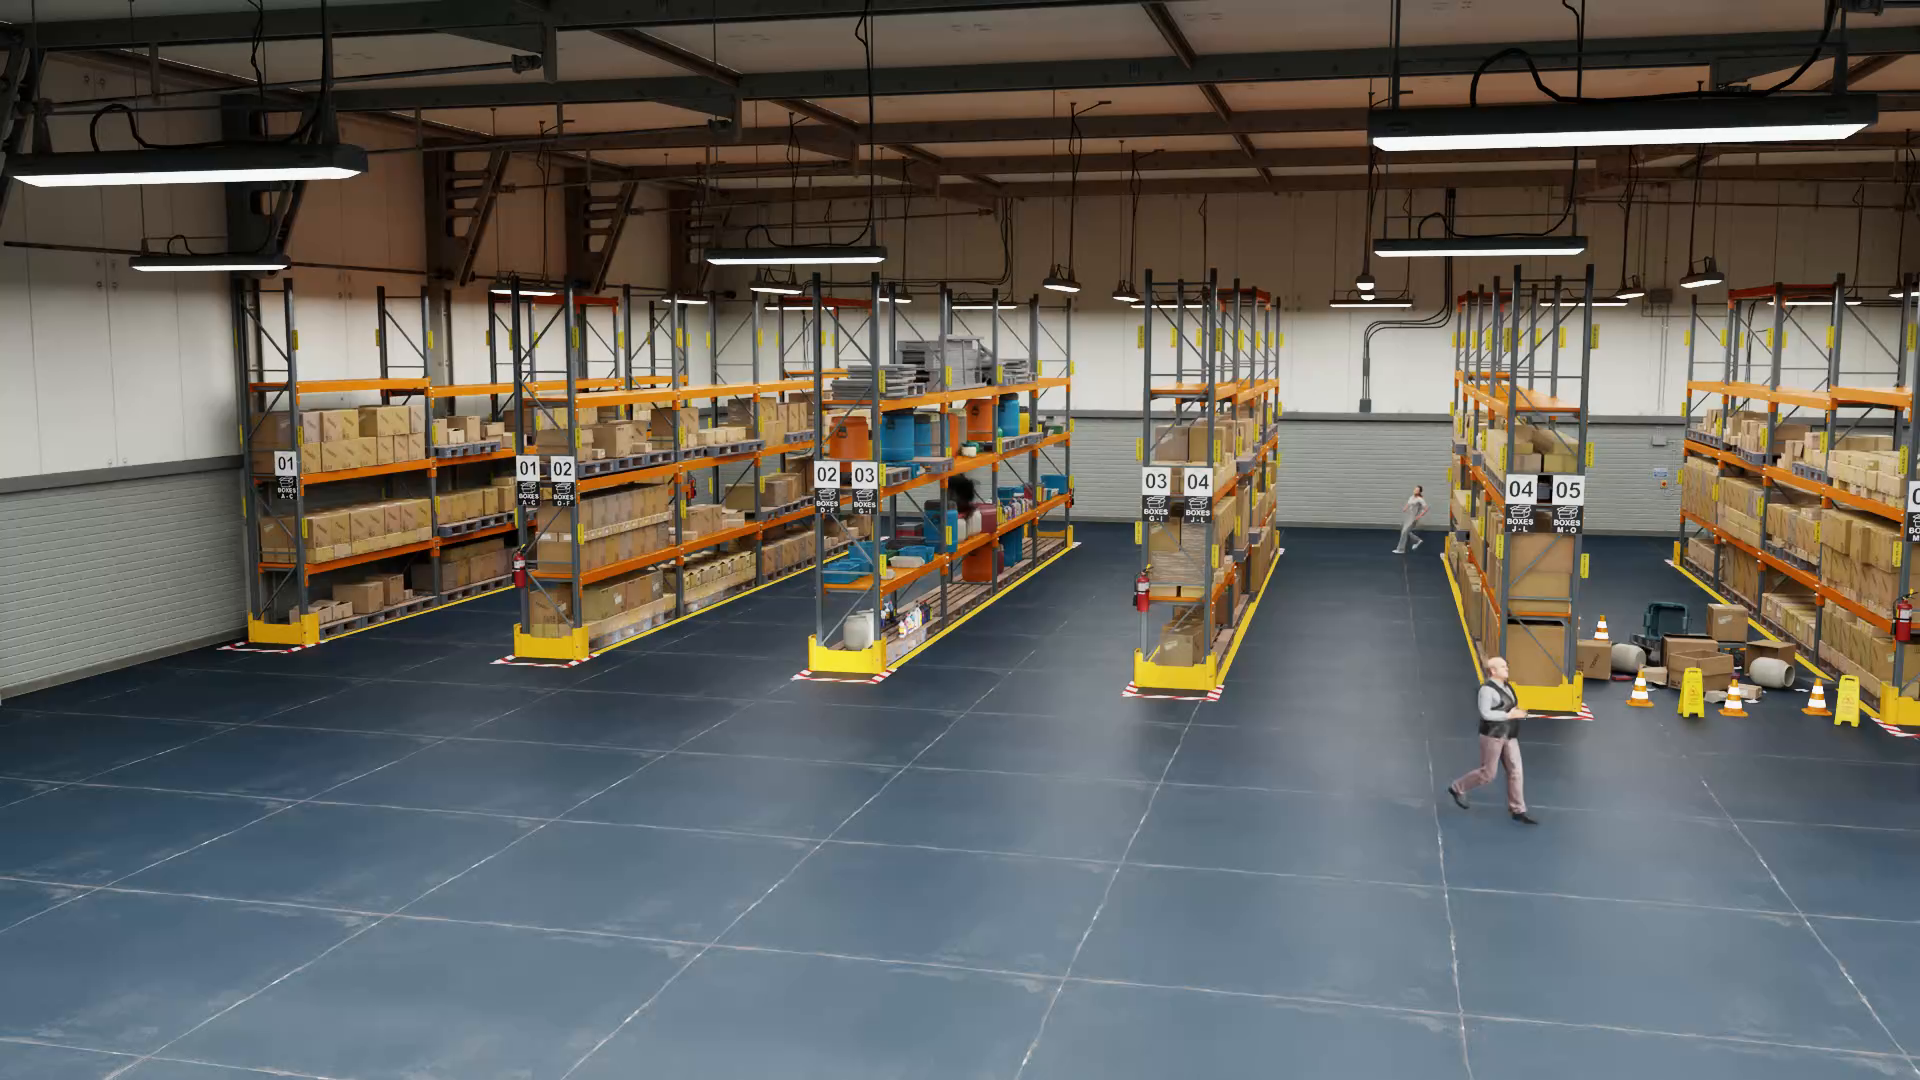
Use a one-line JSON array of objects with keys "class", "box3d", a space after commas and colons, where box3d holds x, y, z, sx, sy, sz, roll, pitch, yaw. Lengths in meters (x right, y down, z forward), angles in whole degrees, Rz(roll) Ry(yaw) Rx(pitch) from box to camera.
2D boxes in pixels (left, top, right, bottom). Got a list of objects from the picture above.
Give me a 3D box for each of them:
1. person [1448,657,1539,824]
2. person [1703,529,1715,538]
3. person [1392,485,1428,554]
[{"class": "person", "box3d": [5.602, 2.062, 17.339, 0.661, 1.700, 0.963, -6, 9, -42]}, {"class": "person", "box3d": [17.344, -0.368, 38.225, 0.544, 1.562, 0.767, 5, 9, 36]}, {"class": "person", "box3d": [10.603, -0.478, 38.960, 0.794, 1.616, 0.625, -3, 7, -23]}]
